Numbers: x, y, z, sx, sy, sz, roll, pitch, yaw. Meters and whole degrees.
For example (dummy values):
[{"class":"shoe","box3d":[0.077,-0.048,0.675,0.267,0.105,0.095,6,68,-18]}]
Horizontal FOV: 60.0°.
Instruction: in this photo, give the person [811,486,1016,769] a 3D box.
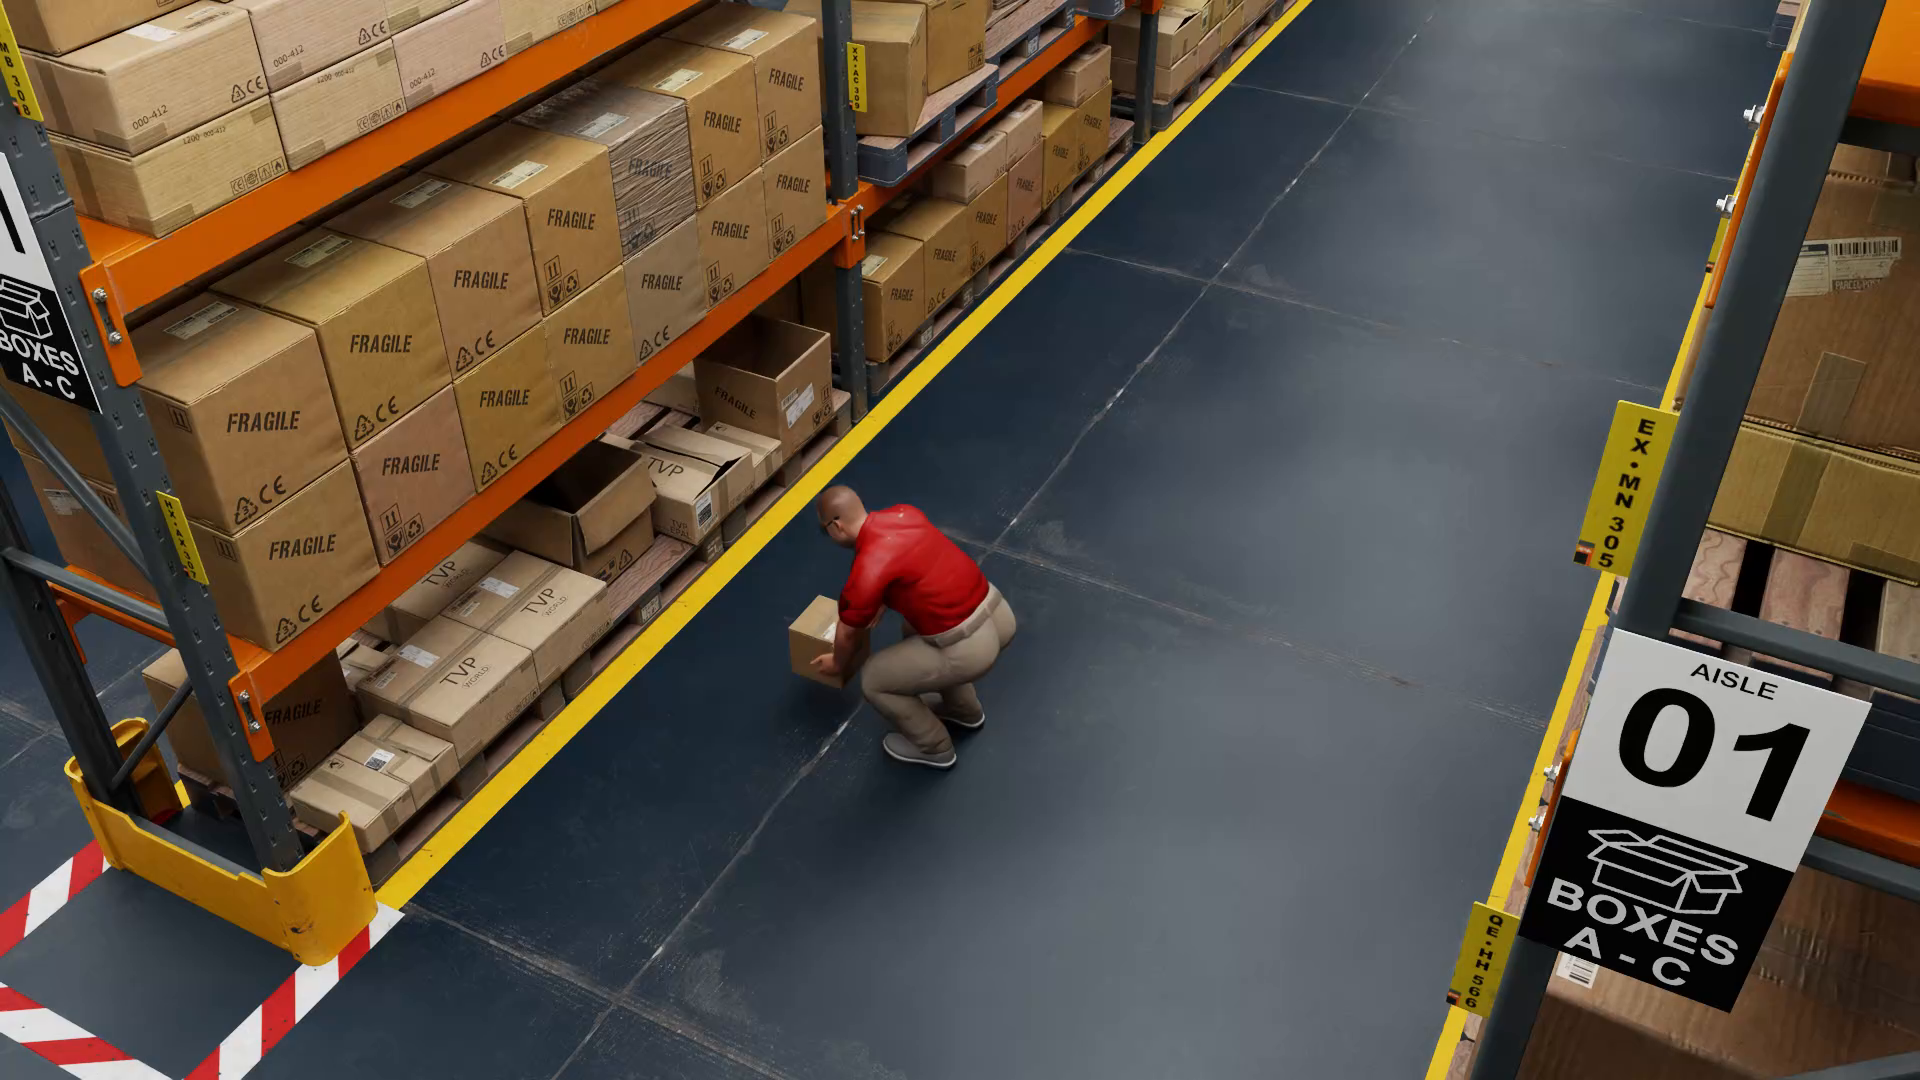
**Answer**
[{"class":"person","box3d":[-0.195,0.360,6.735,0.798,1.198,0.581,18,41,21]}]
